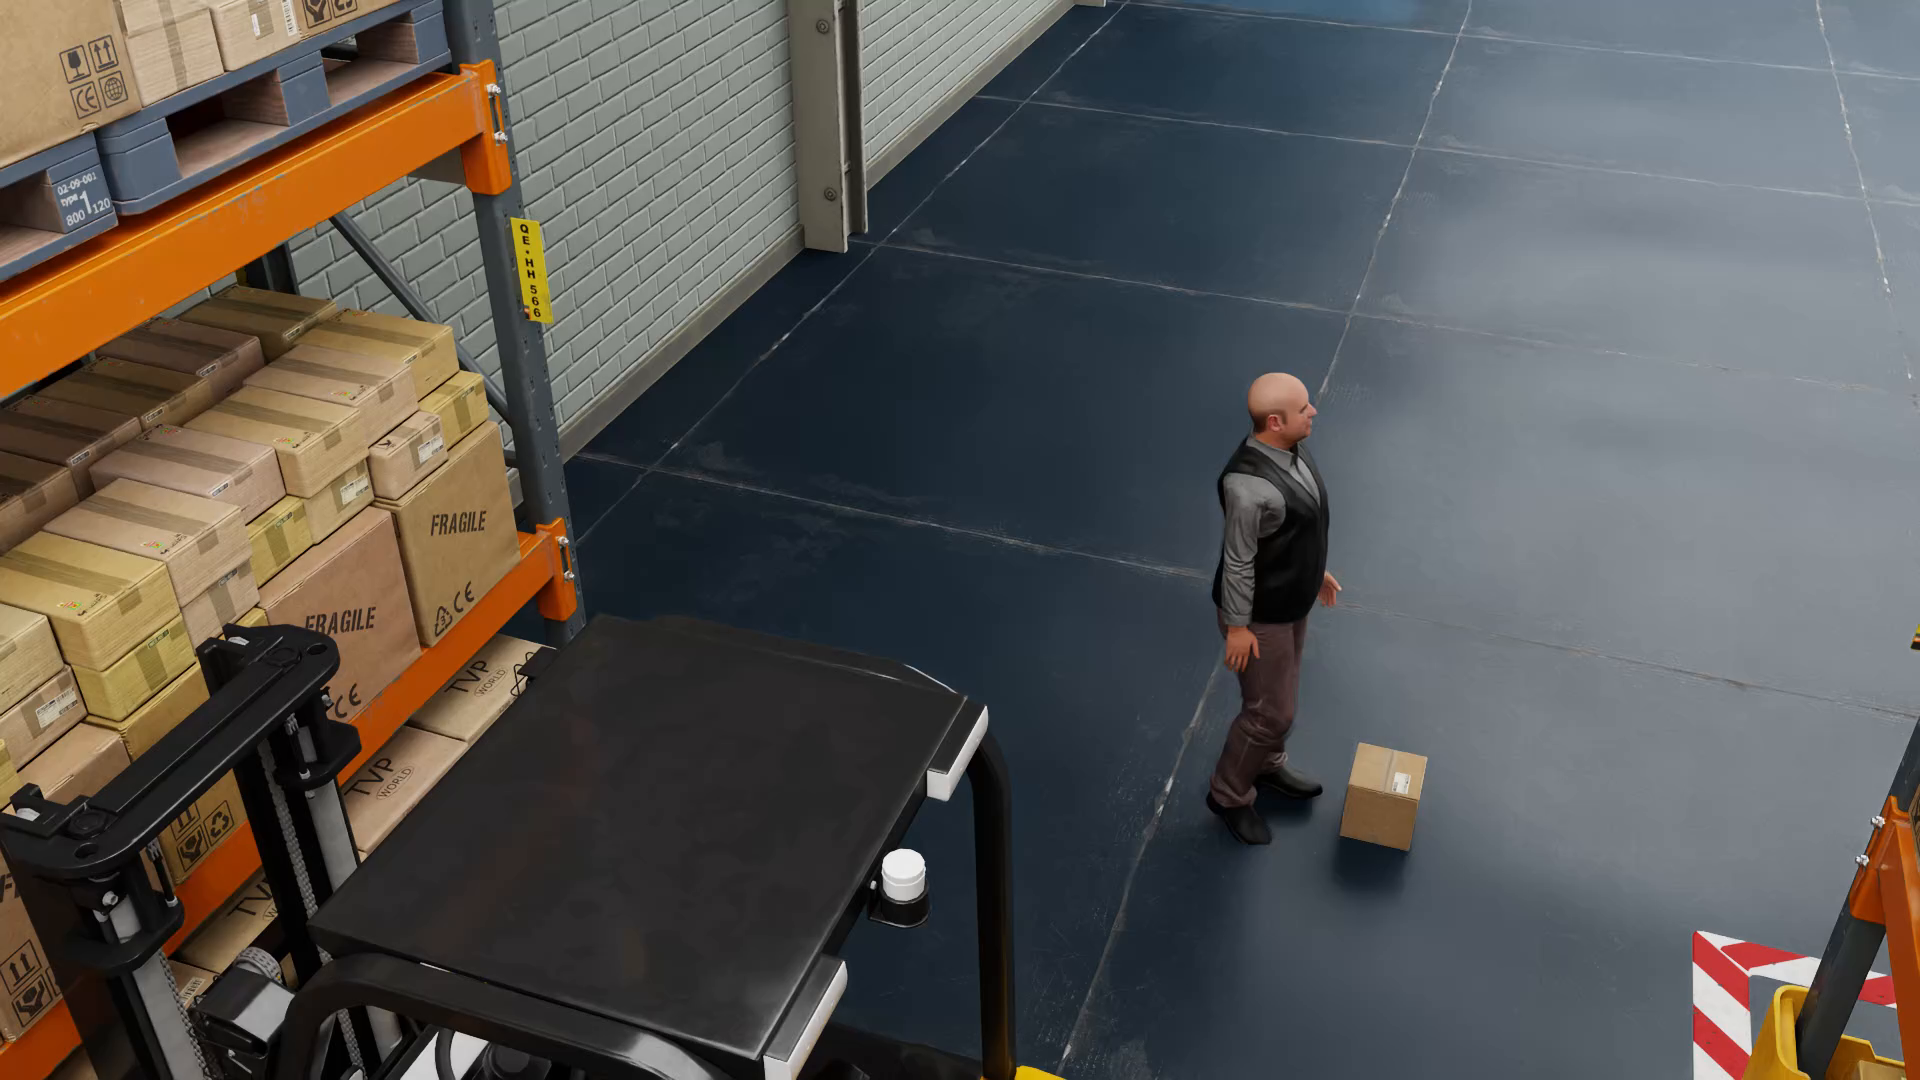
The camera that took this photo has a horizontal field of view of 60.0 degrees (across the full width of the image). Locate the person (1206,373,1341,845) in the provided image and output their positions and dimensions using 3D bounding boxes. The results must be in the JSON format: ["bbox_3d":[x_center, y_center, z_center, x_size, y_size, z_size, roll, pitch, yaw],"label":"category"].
[{"bbox_3d":[1.112,0.249,5.789,0.461,1.790,0.578,14,36,21],"label":"person"}]
